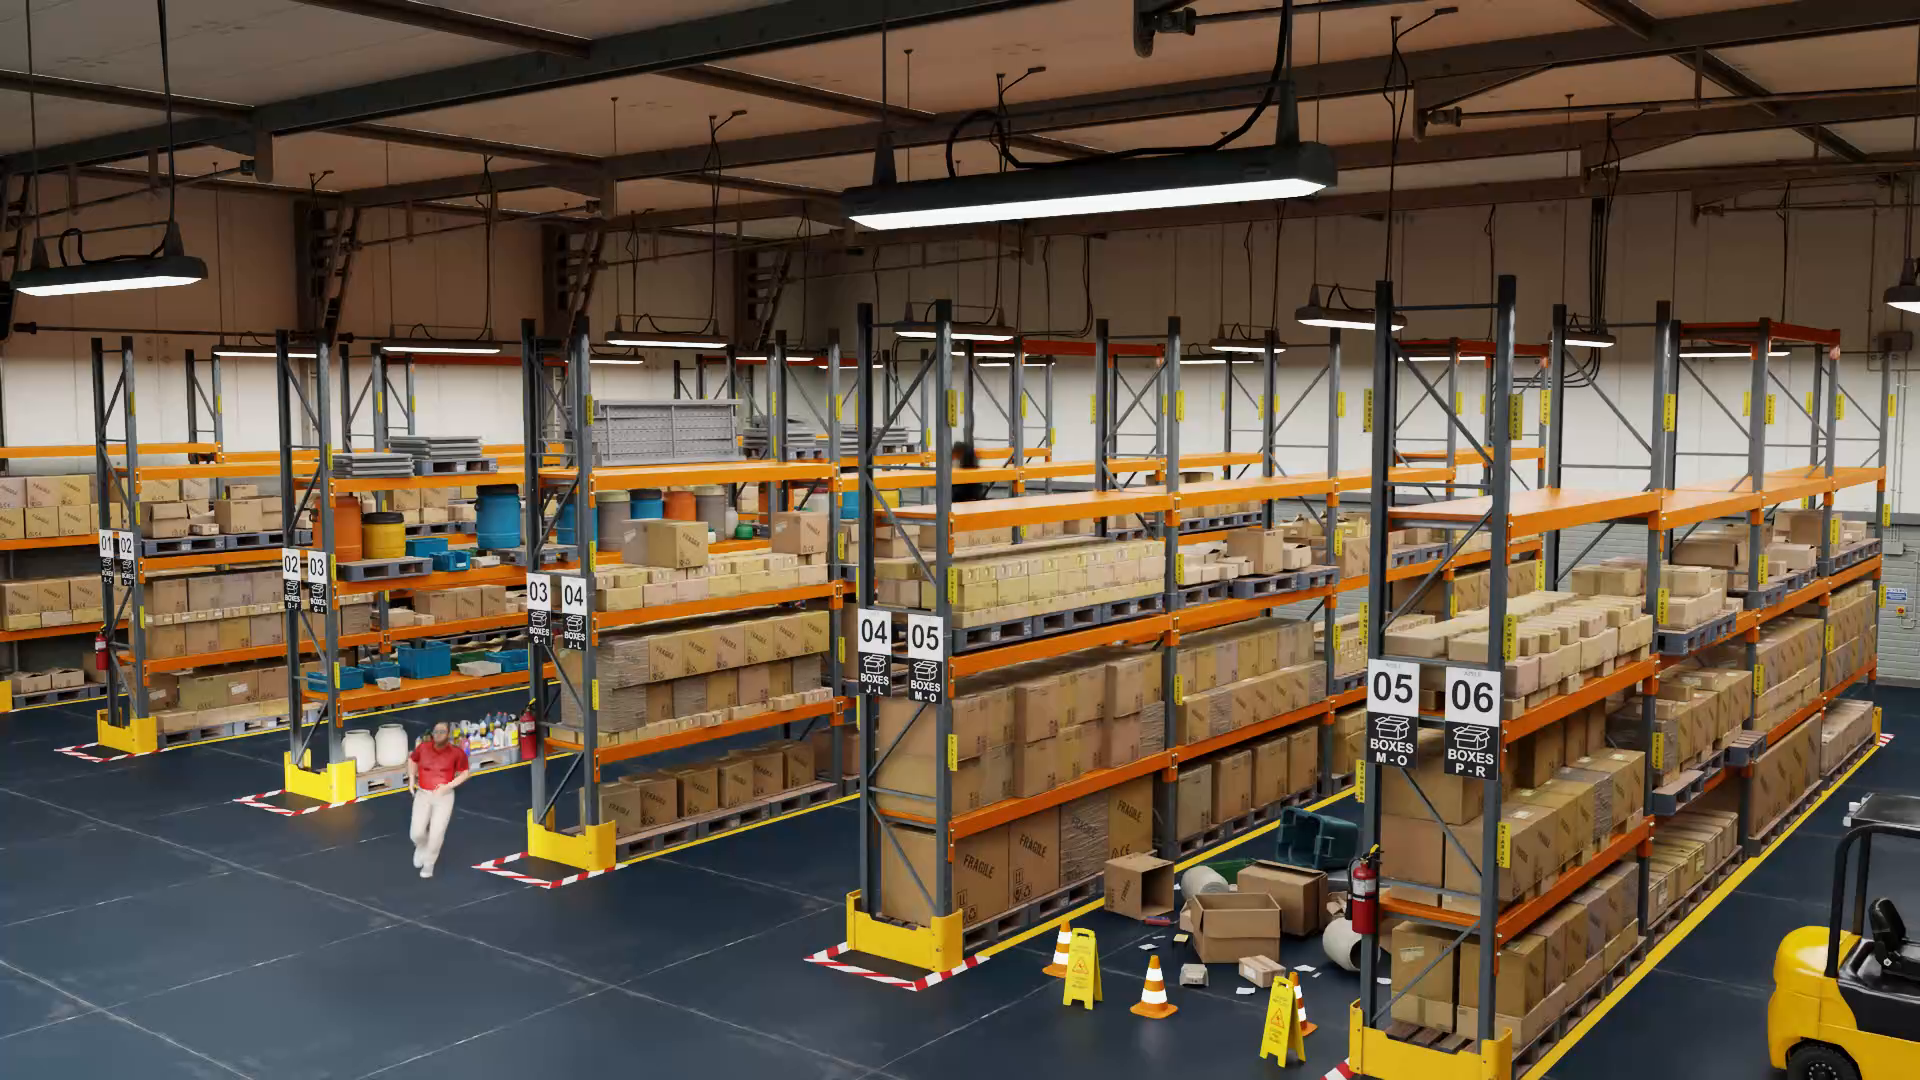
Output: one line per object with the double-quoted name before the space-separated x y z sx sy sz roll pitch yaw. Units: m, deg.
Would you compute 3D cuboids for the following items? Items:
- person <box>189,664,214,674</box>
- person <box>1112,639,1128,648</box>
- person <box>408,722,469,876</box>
"person" -12.311 1.923 26.942 0.698 1.694 0.630 3 6 32
"person" 2.254 2.244 23.922 0.546 1.753 0.770 3 6 28
"person" -5.619 2.779 17.900 0.666 1.676 0.553 0 5 -6
